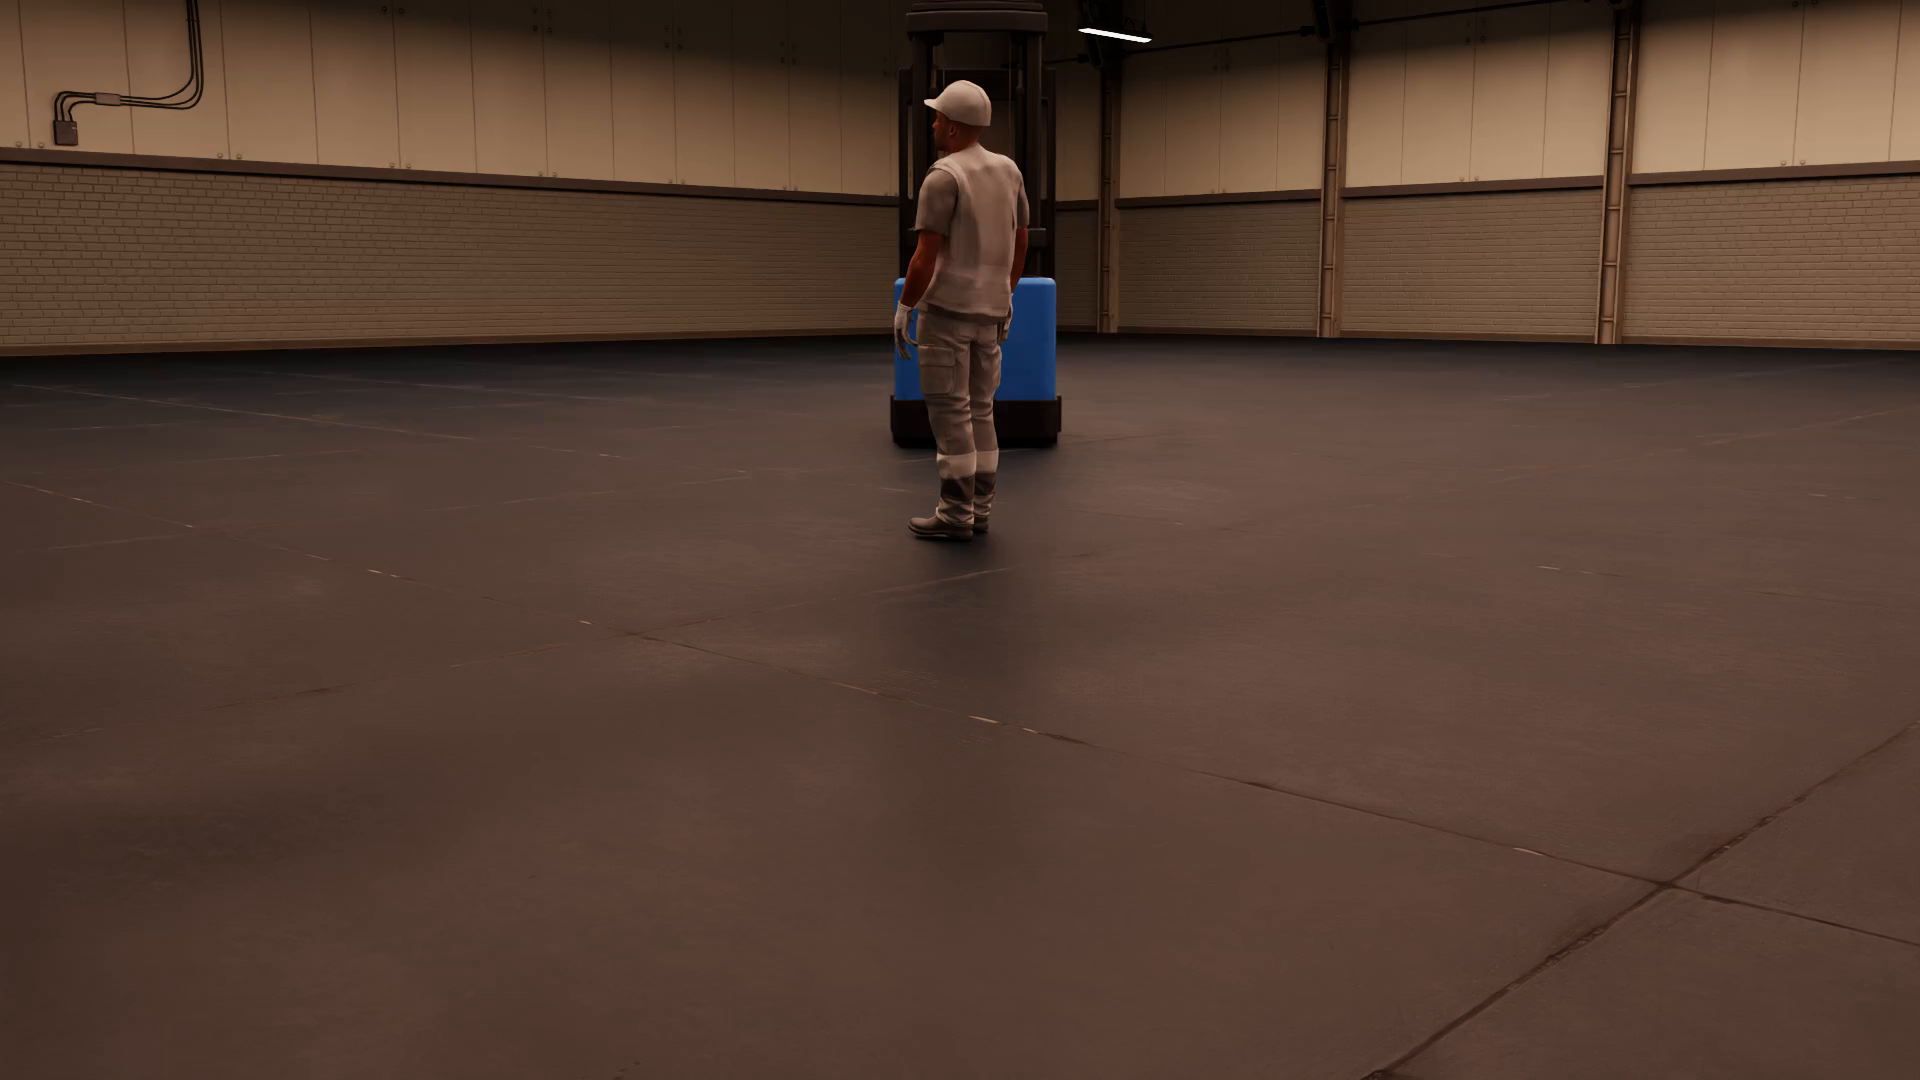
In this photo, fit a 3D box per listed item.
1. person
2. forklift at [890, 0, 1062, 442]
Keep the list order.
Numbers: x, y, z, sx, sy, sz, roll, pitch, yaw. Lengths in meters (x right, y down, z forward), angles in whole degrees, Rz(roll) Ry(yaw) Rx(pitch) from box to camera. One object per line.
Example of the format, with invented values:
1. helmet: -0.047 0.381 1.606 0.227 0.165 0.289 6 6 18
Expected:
1. person: -0.049 -0.902 6.647 0.564 1.787 0.637 8 12 43
2. forklift: 0.124 -2.246 11.793 1.130 2.935 3.031 0 9 1
